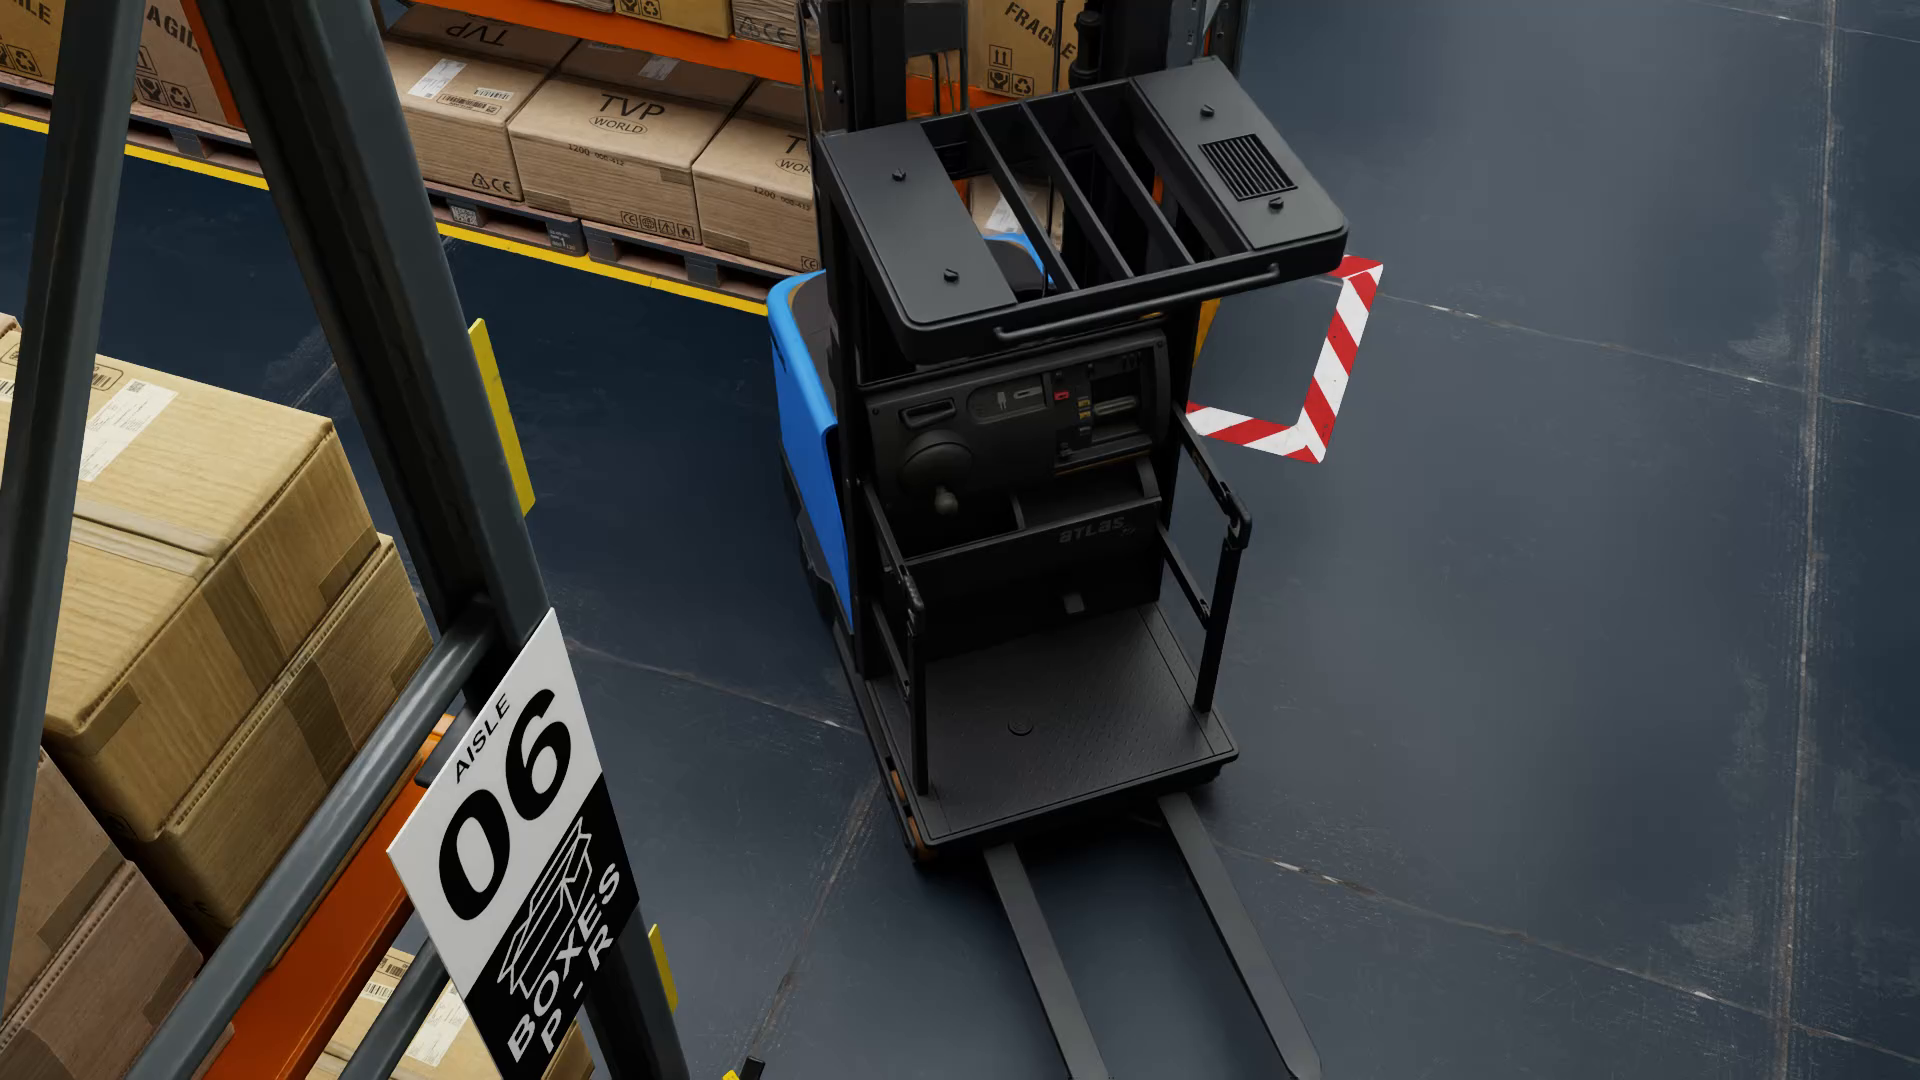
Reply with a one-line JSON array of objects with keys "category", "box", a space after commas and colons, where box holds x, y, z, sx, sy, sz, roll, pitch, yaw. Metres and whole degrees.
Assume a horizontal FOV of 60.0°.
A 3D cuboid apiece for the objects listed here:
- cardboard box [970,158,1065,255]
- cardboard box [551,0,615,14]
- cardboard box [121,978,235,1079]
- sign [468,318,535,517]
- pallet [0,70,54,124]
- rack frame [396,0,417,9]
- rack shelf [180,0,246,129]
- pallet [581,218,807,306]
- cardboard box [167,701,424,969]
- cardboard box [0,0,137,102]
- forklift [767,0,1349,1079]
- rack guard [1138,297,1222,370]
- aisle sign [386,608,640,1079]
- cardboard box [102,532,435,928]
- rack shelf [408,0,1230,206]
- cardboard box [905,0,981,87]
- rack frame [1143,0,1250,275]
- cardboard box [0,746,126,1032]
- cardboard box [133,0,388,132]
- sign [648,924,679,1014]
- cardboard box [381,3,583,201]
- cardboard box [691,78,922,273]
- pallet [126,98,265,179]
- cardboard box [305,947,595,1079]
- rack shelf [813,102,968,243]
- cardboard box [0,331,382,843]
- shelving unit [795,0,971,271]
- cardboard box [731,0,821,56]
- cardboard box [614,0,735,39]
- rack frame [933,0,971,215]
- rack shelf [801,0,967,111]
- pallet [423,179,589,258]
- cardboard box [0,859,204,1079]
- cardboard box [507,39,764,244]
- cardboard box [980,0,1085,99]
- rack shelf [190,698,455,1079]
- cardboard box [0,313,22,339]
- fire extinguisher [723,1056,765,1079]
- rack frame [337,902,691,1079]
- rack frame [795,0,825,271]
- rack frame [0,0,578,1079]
[{"category": "cardboard box", "box": [0.287, -1.390, 7.154, 0.875, 0.438, 0.875, 14, 51, 12]}, {"category": "cardboard box", "box": [-1.527, -2.492, 6.625, 0.500, 0.500, 0.500, 16, 51, 13]}, {"category": "cardboard box", "box": [-1.156, 0.709, 2.097, 0.250, 0.149, 0.380, 17, 51, 14]}, {"category": "sign", "box": [-0.588, -0.124, 2.075, 0.005, 0.325, 0.100, 16, 51, 13]}, {"category": "pallet", "box": [-4.710, -2.591, 8.622, 1.213, 0.211, 1.003, 16, 51, 13]}, {"category": "rack frame", "box": [-2.811, -3.038, 7.164, 0.127, 3.000, 1.000, 16, 51, 13]}, {"category": "rack shelf", "box": [-2.652, -0.722, 1.665, 4.000, 0.370, 1.077, 16, 51, 13]}, {"category": "pallet", "box": [-0.977, -1.551, 7.721, 1.213, 0.211, 1.003, 16, 51, 13]}, {"category": "cardboard box", "box": [-0.994, 0.381, 2.382, 0.250, 0.149, 0.380, 17, 51, 14]}, {"category": "cardboard box", "box": [-4.271, -2.816, 8.100, 0.875, 0.875, 0.875, 17, 51, 14]}, {"category": "forklift", "box": [0.255, -0.237, 4.782, 1.130, 2.935, 3.031, -14, 51, -12]}, {"category": "rack guard", "box": [0.963, -1.165, 7.195, 0.348, 0.500, 1.175, 16, 51, 13]}, {"category": "aisle sign", "box": [-0.610, 0.488, 2.388, 0.004, 0.787, 0.394, 16, 51, 13]}, {"category": "cardboard box", "box": [-1.097, 0.189, 2.285, 0.500, 0.250, 0.500, 15, 51, 13]}, {"category": "rack shelf", "box": [-0.935, -2.278, 6.982, 4.000, 0.370, 1.077, 16, 51, 13]}, {"category": "cardboard box", "box": [-0.069, -2.104, 6.288, 0.500, 0.500, 0.500, 15, 51, 12]}, {"category": "rack frame", "box": [0.941, -1.990, 6.256, 0.127, 3.000, 1.000, 16, 51, 13]}, {"category": "cardboard box", "box": [-1.289, 0.416, 1.757, 0.500, 0.250, 0.500, 14, 51, 12]}, {"category": "cardboard box", "box": [-3.421, -2.585, 7.899, 0.875, 0.875, 0.875, 17, 51, 14]}, {"category": "sign", "box": [-0.588, 0.861, 3.212, 0.005, 0.325, 0.100, 16, 51, 13]}, {"category": "cardboard box", "box": [-2.260, -2.095, 7.765, 0.875, 0.438, 0.875, 15, 51, 13]}, {"category": "cardboard box", "box": [-0.574, -1.624, 7.356, 0.875, 0.438, 0.875, 17, 51, 14]}, {"category": "pallet", "box": [-3.561, -2.273, 8.346, 1.213, 0.211, 1.003, 16, 51, 13]}, {"category": "cardboard box", "box": [-1.108, 1.171, 3.418, 0.500, 0.250, 0.500, 16, 51, 13]}, {"category": "rack shelf", "box": [-0.260, -1.265, 6.226, 0.480, 0.518, 0.431, -13, 47, -11]}, {"category": "cardboard box", "box": [-1.105, 0.041, 2.082, 0.500, 0.250, 0.500, 15, 51, 13]}, {"category": "shelving unit", "box": [-0.260, -1.274, 6.216, 0.503, 2.100, 0.431, -13, 47, -11]}, {"category": "cardboard box", "box": [-0.555, -2.231, 6.399, 0.500, 0.500, 0.500, 17, 51, 14]}, {"category": "cardboard box", "box": [-1.044, -2.357, 6.508, 0.500, 0.500, 0.500, 17, 51, 14]}, {"category": "rack frame", "box": [-0.028, -1.329, 6.265, 0.015, 2.100, 0.400, -13, 47, -11]}, {"category": "rack shelf", "box": [-0.271, -1.750, 5.722, 0.480, 0.518, 0.431, -13, 47, -11]}, {"category": "pallet", "box": [-2.125, -1.870, 7.997, 1.213, 0.211, 1.003, 16, 51, 13]}, {"category": "cardboard box", "box": [-1.287, 0.575, 1.950, 0.500, 0.250, 0.500, 15, 51, 12]}, {"category": "cardboard box", "box": [-1.420, -1.861, 7.562, 0.875, 0.438, 0.875, 14, 51, 12]}, {"category": "cardboard box", "box": [0.397, -1.962, 6.165, 0.500, 0.500, 0.500, 16, 51, 13]}, {"category": "rack shelf", "box": [-2.652, 0.259, 2.798, 4.000, 0.370, 1.077, 16, 51, 13]}, {"category": "cardboard box", "box": [-1.576, -0.106, 2.209, 0.500, 0.250, 0.500, 15, 51, 13]}, {"category": "fire extinguisher", "box": [-0.478, 1.388, 3.626, 0.183, 0.674, 0.296, 16, 51, 13]}, {"category": "rack frame", "box": [-0.776, 1.529, 3.205, 0.127, 3.000, 1.000, 16, 51, 13]}, {"category": "rack frame", "box": [-0.493, -1.219, 6.168, 0.015, 2.100, 0.400, -13, 47, -11]}, {"category": "rack frame", "box": [-0.776, -0.435, 0.938, 0.127, 3.000, 1.000, 16, 51, 13]}]
